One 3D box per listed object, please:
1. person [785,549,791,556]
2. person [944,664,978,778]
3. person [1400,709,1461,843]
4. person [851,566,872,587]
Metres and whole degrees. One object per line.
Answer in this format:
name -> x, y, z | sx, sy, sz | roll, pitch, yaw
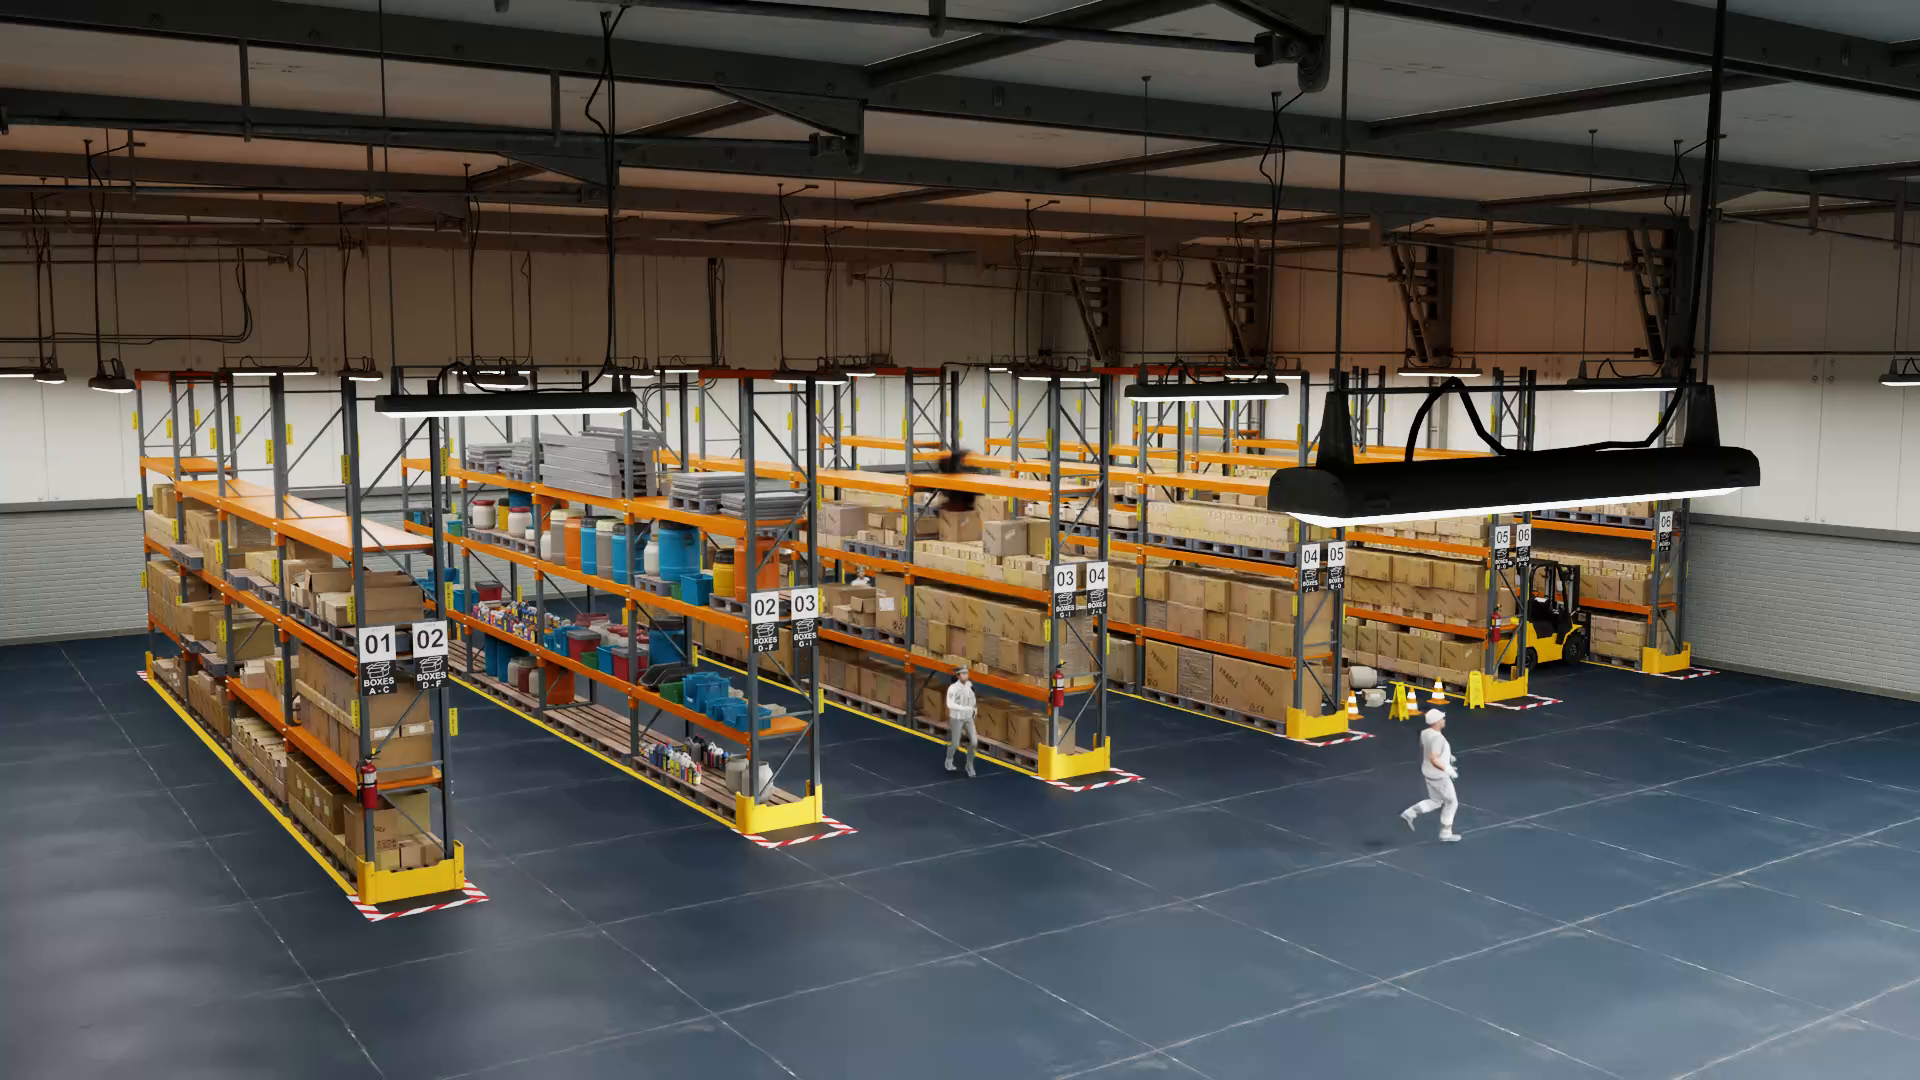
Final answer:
person -> -4.081, 1.061, 39.250 | 0.737, 1.699, 0.607 | -2, 7, -19
person -> 0.043, 2.711, 24.850 | 0.632, 1.764, 0.722 | -4, 8, -34
person -> 6.118, 3.045, 21.474 | 0.786, 1.749, 0.663 | -1, 6, -5
person -> -2.125, 1.382, 36.530 | 0.617, 1.650, 0.591 | -4, 7, -29
